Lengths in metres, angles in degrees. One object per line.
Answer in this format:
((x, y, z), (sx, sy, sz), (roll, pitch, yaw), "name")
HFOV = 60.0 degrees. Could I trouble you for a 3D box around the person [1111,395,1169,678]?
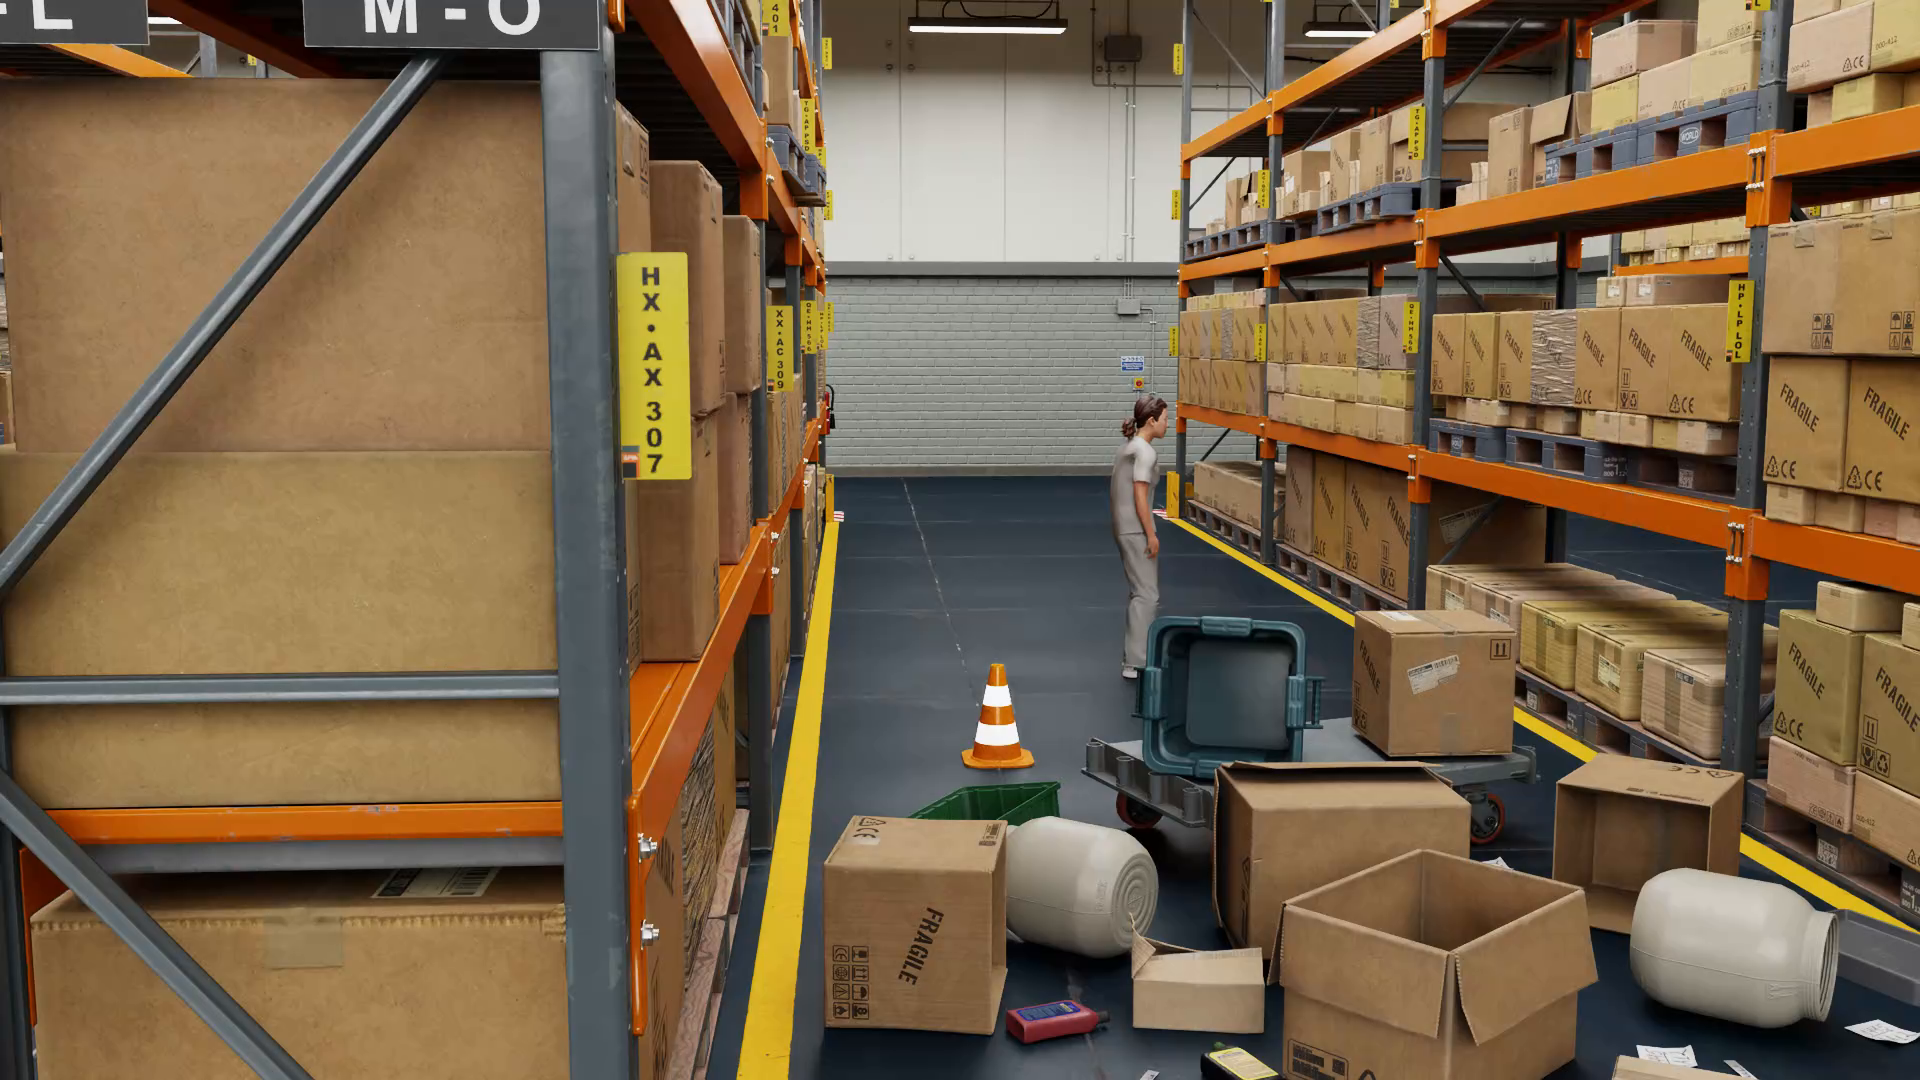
((1.110, -0.029, 9.991), (0.404, 1.673, 0.489), (0, 7, -4), "person")
